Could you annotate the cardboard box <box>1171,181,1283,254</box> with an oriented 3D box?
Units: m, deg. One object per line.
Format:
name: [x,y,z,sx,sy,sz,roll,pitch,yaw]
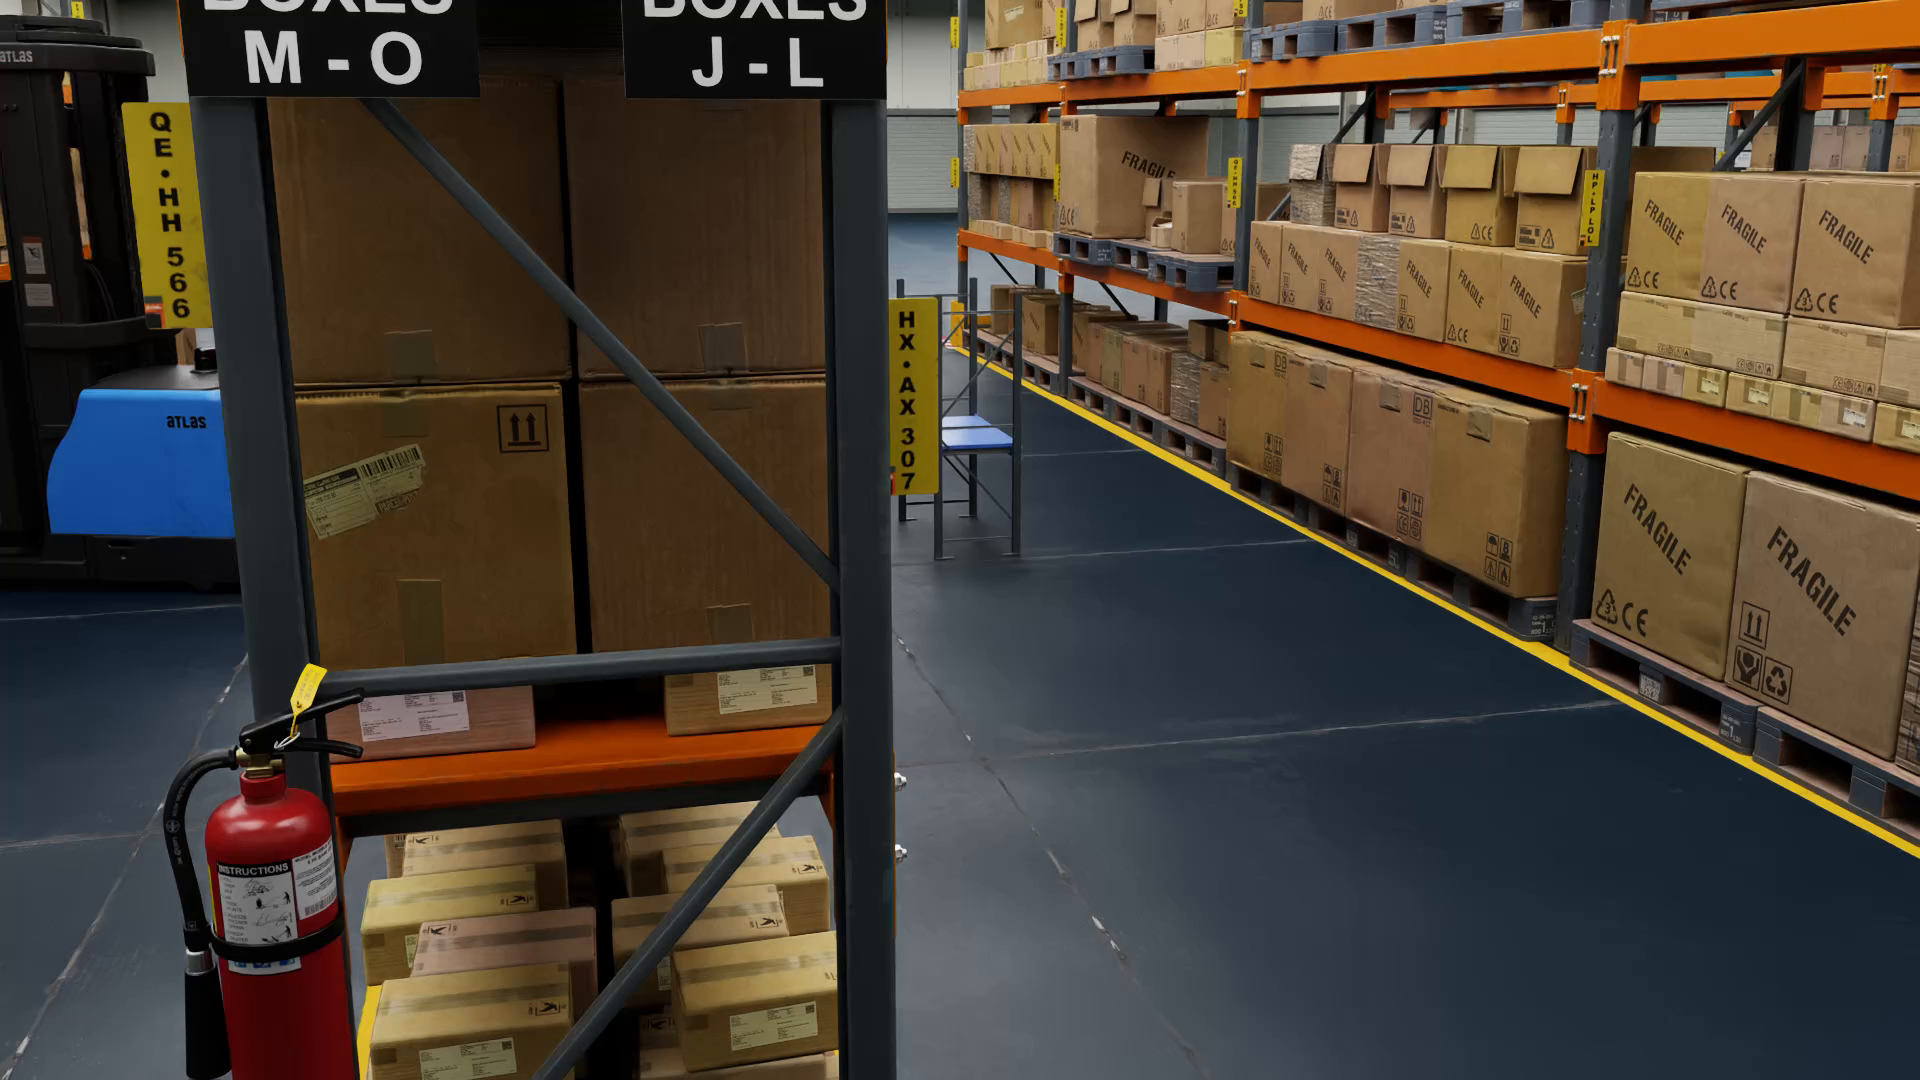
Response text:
cardboard box: [1.960,-2.381,12.256,0.700,0.500,0.500,-1,14,-5]

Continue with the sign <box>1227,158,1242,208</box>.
sign: [1.828,-2.374,11.052,0.100,0.325,0.005,-3,14,-13]

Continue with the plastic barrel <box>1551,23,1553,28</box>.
plastic barrel: [6.099,-5.222,16.718,0.600,0.901,0.708,-3,14,-13]

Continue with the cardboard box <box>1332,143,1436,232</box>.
cardboard box: [2.660,-2.098,9.871,0.797,0.503,0.637,-3,14,-12]

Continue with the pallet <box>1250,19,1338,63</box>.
pallet: [2.556,-3.102,10.383,1.213,0.211,1.003,-3,14,-11]

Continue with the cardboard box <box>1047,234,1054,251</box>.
cardboard box: [1.028,-2.775,15.493,0.380,0.149,0.250,-3,14,-13]

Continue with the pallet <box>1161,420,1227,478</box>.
pallet: [2.171,-0.708,12.382,1.003,0.211,1.213,-3,14,-13]

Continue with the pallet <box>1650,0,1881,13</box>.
pallet: [3.475,-2.185,6.415,1.003,0.211,1.213,-3,14,-13]

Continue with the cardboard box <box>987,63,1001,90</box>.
cardboard box: [0.576,-4.754,17.060,0.500,0.250,0.500,-3,14,-13]

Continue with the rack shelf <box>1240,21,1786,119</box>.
rack shelf: [2.823,-2.529,9.153,1.077,0.370,4.000,-3,14,-13]

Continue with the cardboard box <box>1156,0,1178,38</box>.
cardboard box: [1.766,-3.960,12.231,0.500,0.500,0.500,-3,14,-12]

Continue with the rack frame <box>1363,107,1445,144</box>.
rack frame: [5.289,-4.004,19.997,1.000,3.000,0.127,-3,14,-13]

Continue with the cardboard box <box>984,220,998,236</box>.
cardboard box: [0.473,-3.353,17.862,0.380,0.149,0.250,-3,14,-13]

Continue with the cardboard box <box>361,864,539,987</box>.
cardboard box: [-1.171,0.886,3.848,0.380,0.149,0.250,-4,14,-14]

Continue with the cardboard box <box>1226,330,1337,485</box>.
cardboard box: [2.495,-0.894,10.858,1.225,0.875,0.875,-4,14,-16]

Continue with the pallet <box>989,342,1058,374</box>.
pallet: [0.932,-1.886,17.201,1.003,0.211,1.213,-3,14,-13]

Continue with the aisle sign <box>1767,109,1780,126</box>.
aisle sign: [10.375,-5.574,20.944,0.394,0.787,0.004,-3,14,-13]

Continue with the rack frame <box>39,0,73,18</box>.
rack frame: [-9.158,-6.090,15.894,1.000,3.000,0.127,-3,14,-13]

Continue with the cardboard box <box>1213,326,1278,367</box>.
cardboard box: [2.167,-1.399,12.094,0.500,0.250,0.500,-3,14,-11]

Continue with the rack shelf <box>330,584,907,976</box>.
rack shelf: [-1.082,0.104,4.696,1.077,0.370,4.000,-3,14,-13]

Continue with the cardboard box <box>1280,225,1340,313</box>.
cardboard box: [2.327,-1.685,10.293,0.500,0.500,0.500,-4,14,-15]

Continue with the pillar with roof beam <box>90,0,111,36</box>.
pillar with roof beam: [-17.556,-12.762,43.204,9.100,9.000,0.400,-3,14,-13]

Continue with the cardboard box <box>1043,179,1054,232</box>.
cardboard box: [1.285,-3.223,15.962,0.875,0.500,0.500,-3,14,-13]

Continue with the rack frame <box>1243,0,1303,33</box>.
rack frame: [2.354,-4.797,10.600,1.000,3.000,0.127,-3,14,-13]

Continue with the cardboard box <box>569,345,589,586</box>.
cardboard box: [-0.600,-0.218,3.662,0.500,0.500,0.500,-3,14,-13]

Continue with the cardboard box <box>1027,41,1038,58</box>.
cardboard box: [0.850,-4.624,15.690,0.380,0.149,0.250,-4,14,-15]

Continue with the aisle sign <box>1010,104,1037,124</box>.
aisle sign: [0.752,-5.022,18.685,0.394,0.787,0.004,-3,14,-13]

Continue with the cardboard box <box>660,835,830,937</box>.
cardboard box: [-0.522,0.846,4.012,0.380,0.149,0.250,-3,14,-13]

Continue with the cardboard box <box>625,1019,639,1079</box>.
cardboard box: [-0.566,1.202,3.807,0.380,0.149,0.250,-3,14,-13]

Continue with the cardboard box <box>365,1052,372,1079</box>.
cardboard box: [-1.014,1.147,3.409,0.380,0.149,0.250,-4,14,-15]

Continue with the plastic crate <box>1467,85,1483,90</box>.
plastic crate: [5.459,-4.758,17.318,0.243,0.136,0.396,-3,14,-13]

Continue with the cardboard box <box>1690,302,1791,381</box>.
cardboard box: [3.261,-0.793,6.544,0.500,0.250,0.500,-3,14,-13]

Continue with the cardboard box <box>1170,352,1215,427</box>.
cardboard box: [2.034,-1.163,12.706,0.700,0.500,0.500,-5,14,-18]

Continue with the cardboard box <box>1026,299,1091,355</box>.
cardboard box: [0.995,-2.160,16.831,0.500,0.500,0.500,-5,14,-18]

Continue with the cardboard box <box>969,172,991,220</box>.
cardboard box: [0.577,-3.793,18.294,0.875,0.500,0.500,-3,14,-13]

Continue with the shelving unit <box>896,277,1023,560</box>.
shelving unit: [-0.020,-0.748,9.830,0.538,1.500,1.048,-3,14,-13]

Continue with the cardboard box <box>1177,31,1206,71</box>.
cardboard box: [1.874,-3.477,11.833,0.500,0.250,0.500,-3,14,-13]

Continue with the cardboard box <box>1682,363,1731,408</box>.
cardboard box: [3.163,-0.630,6.713,0.380,0.149,0.250,-3,14,-11]

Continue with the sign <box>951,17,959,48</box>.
sign: [-0.053,-5.580,18.283,0.100,0.325,0.005,-3,14,-13]

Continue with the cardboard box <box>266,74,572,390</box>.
cardboard box: [-0.962,-0.554,2.932,0.500,0.500,0.500,-4,14,-14]

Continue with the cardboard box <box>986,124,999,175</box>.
cardboard box: [0.568,-4.034,17.174,0.500,0.500,0.500,-3,14,-13]

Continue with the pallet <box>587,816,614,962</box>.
pallet: [-1.070,1.083,5.050,1.003,0.211,1.213,-3,14,-13]

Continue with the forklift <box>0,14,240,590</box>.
forklift: [-5.183,-1.291,9.035,3.031,2.935,1.130,2,14,6]

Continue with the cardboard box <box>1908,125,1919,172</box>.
cardboard box: [10.814,-4.254,18.075,0.700,0.500,0.500,-3,14,-13]

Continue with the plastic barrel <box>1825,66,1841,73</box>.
plastic barrel: [7.032,-4.177,13.478,0.600,0.830,0.708,-3,14,-13]

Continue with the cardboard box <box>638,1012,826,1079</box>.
cardboard box: [-0.486,1.117,3.529,0.380,0.149,0.250,-3,14,-11]

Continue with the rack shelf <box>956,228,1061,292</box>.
rack shelf: [0.944,-2.917,17.063,1.077,0.370,4.000,-3,14,-13]

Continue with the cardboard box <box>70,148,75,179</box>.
cardboard box: [-8.495,-3.520,15.070,0.700,0.500,0.500,-3,14,-14]

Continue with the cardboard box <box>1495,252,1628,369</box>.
cardboard box: [2.918,-1.101,7.903,0.500,0.500,0.500,-3,14,-13]

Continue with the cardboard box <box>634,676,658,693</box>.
cardboard box: [-0.470,0.189,3.364,0.380,0.149,0.250,-3,14,-11]

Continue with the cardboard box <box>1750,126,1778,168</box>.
cardboard box: [10.215,-4.838,20.464,0.700,0.500,0.500,-3,14,-13]

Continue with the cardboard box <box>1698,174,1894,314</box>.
cardboard box: [3.265,-1.157,6.452,0.500,0.500,0.500,-3,14,-13]

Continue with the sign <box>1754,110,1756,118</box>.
sign: [14.067,-7.533,29.556,0.001,0.298,0.199,-3,14,-13]

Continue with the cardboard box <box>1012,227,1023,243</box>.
cardboard box: [0.740,-3.063,16.675,0.380,0.149,0.250,-3,14,-13]

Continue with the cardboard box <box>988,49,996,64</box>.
cardboard box: [0.508,-4.990,17.187,0.380,0.149,0.250,-3,14,-13]
